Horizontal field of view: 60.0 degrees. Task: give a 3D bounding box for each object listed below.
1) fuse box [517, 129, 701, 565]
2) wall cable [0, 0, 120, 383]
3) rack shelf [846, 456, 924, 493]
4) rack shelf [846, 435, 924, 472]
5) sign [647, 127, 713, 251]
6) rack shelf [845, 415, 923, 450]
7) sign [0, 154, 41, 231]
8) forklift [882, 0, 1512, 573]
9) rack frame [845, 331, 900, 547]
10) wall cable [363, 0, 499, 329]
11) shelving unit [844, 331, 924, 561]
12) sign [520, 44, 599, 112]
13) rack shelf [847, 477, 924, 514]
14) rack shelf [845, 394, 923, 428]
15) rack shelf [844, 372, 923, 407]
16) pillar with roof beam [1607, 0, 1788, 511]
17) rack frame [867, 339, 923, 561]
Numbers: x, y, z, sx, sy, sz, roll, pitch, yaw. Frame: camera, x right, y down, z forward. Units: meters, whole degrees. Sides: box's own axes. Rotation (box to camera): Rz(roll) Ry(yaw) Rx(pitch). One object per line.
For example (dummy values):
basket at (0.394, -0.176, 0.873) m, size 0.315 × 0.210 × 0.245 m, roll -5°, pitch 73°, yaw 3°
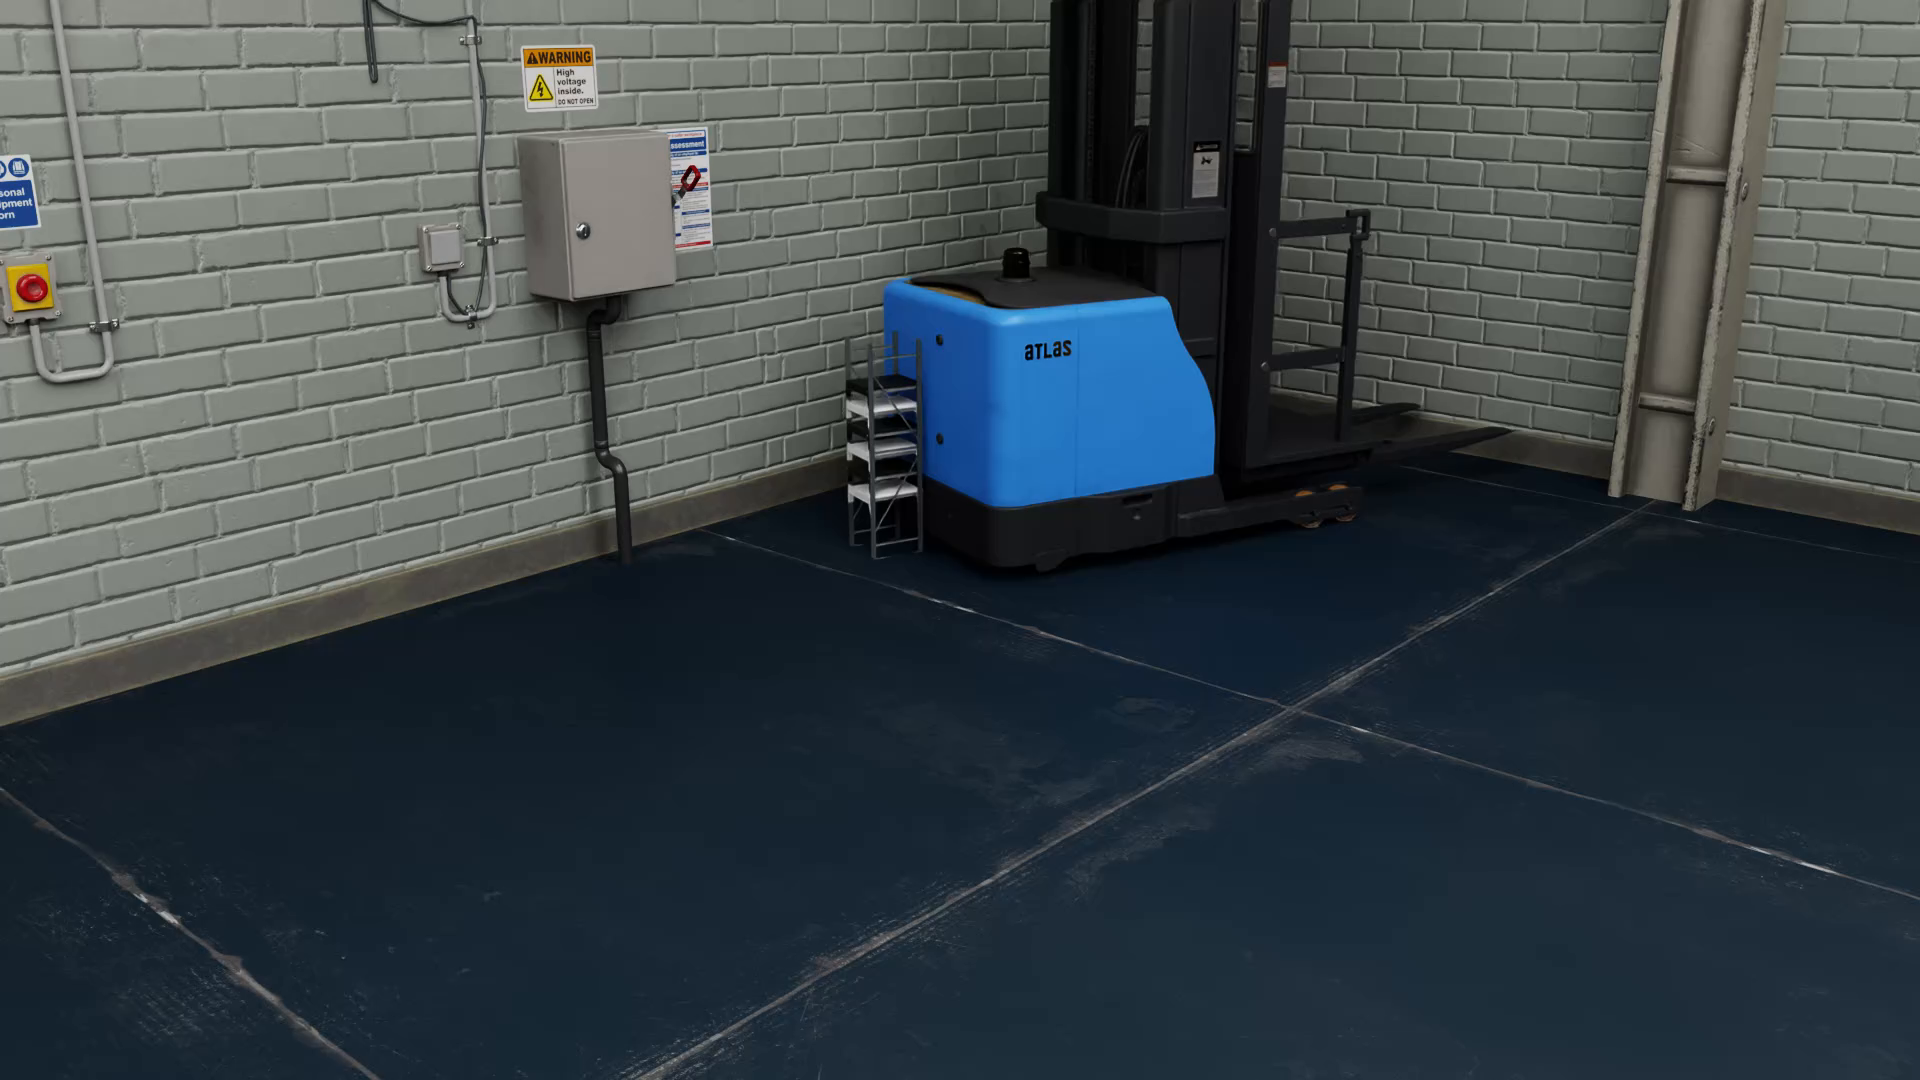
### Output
fuse box at (-1.331, -0.723, 6.562) m, size 0.414 × 1.711 × 0.539 m, roll 15°, pitch 23°, yaw 39°
wall cable at (-2.834, -1.391, 4.804) m, size 0.123 × 1.953 × 0.585 m, roll 15°, pitch 23°, yaw 39°
rack shelf at (-0.311, -0.272, 6.889) m, size 0.258 × 0.077 × 0.200 m, roll -10°, pitch 20°, yaw -28°
rack shelf at (-0.311, -0.358, 6.861) m, size 0.258 × 0.077 × 0.200 m, roll -10°, pitch 20°, yaw -28°
sign at (-1.158, -1.445, 6.865) m, size 0.001 × 0.494 × 0.329 m, roll 15°, pitch 23°, yaw 39°
rack shelf at (-0.311, -0.444, 6.834) m, size 0.258 × 0.077 × 0.200 m, roll -10°, pitch 20°, yaw -28°
sign at (-2.912, -1.022, 4.925) m, size 0.001 × 0.218 × 0.327 m, roll 15°, pitch 23°, yaw 39°
forklift at (1.196, -1.574, 7.226) m, size 3.031 × 2.935 × 1.130 m, roll -10°, pitch 20°, yaw -28°
rack frame at (-0.361, -0.416, 6.935) m, size 0.240 × 0.900 × 0.006 m, roll -10°, pitch 20°, yaw -28°
wall cable at (-1.901, -1.699, 5.827) m, size 0.122 × 1.984 × 0.588 m, roll 15°, pitch 23°, yaw 39°
shelving unit at (-0.311, -0.390, 6.851) m, size 0.258 × 0.900 × 0.210 m, roll -10°, pitch 20°, yaw -28°
sign at (-1.522, -1.760, 6.334) m, size 0.001 × 0.242 × 0.339 m, roll 15°, pitch 23°, yaw 39°
rack shelf at (-0.311, -0.186, 6.916) m, size 0.258 × 0.077 × 0.200 m, roll -10°, pitch 20°, yaw -28°
rack shelf at (-0.311, -0.529, 6.807) m, size 0.258 × 0.077 × 0.200 m, roll -10°, pitch 20°, yaw -28°
rack shelf at (-0.311, -0.615, 6.779) m, size 0.258 × 0.077 × 0.200 m, roll -10°, pitch 20°, yaw -28°
pillar with roof beam at (0.415, -3.519, 3.324) m, size 0.400 × 9.000 × 9.100 m, roll 15°, pitch 23°, yaw 39°
rack frame at (-0.260, -0.363, 6.767) m, size 0.240 × 0.900 × 0.006 m, roll -10°, pitch 20°, yaw -28°
